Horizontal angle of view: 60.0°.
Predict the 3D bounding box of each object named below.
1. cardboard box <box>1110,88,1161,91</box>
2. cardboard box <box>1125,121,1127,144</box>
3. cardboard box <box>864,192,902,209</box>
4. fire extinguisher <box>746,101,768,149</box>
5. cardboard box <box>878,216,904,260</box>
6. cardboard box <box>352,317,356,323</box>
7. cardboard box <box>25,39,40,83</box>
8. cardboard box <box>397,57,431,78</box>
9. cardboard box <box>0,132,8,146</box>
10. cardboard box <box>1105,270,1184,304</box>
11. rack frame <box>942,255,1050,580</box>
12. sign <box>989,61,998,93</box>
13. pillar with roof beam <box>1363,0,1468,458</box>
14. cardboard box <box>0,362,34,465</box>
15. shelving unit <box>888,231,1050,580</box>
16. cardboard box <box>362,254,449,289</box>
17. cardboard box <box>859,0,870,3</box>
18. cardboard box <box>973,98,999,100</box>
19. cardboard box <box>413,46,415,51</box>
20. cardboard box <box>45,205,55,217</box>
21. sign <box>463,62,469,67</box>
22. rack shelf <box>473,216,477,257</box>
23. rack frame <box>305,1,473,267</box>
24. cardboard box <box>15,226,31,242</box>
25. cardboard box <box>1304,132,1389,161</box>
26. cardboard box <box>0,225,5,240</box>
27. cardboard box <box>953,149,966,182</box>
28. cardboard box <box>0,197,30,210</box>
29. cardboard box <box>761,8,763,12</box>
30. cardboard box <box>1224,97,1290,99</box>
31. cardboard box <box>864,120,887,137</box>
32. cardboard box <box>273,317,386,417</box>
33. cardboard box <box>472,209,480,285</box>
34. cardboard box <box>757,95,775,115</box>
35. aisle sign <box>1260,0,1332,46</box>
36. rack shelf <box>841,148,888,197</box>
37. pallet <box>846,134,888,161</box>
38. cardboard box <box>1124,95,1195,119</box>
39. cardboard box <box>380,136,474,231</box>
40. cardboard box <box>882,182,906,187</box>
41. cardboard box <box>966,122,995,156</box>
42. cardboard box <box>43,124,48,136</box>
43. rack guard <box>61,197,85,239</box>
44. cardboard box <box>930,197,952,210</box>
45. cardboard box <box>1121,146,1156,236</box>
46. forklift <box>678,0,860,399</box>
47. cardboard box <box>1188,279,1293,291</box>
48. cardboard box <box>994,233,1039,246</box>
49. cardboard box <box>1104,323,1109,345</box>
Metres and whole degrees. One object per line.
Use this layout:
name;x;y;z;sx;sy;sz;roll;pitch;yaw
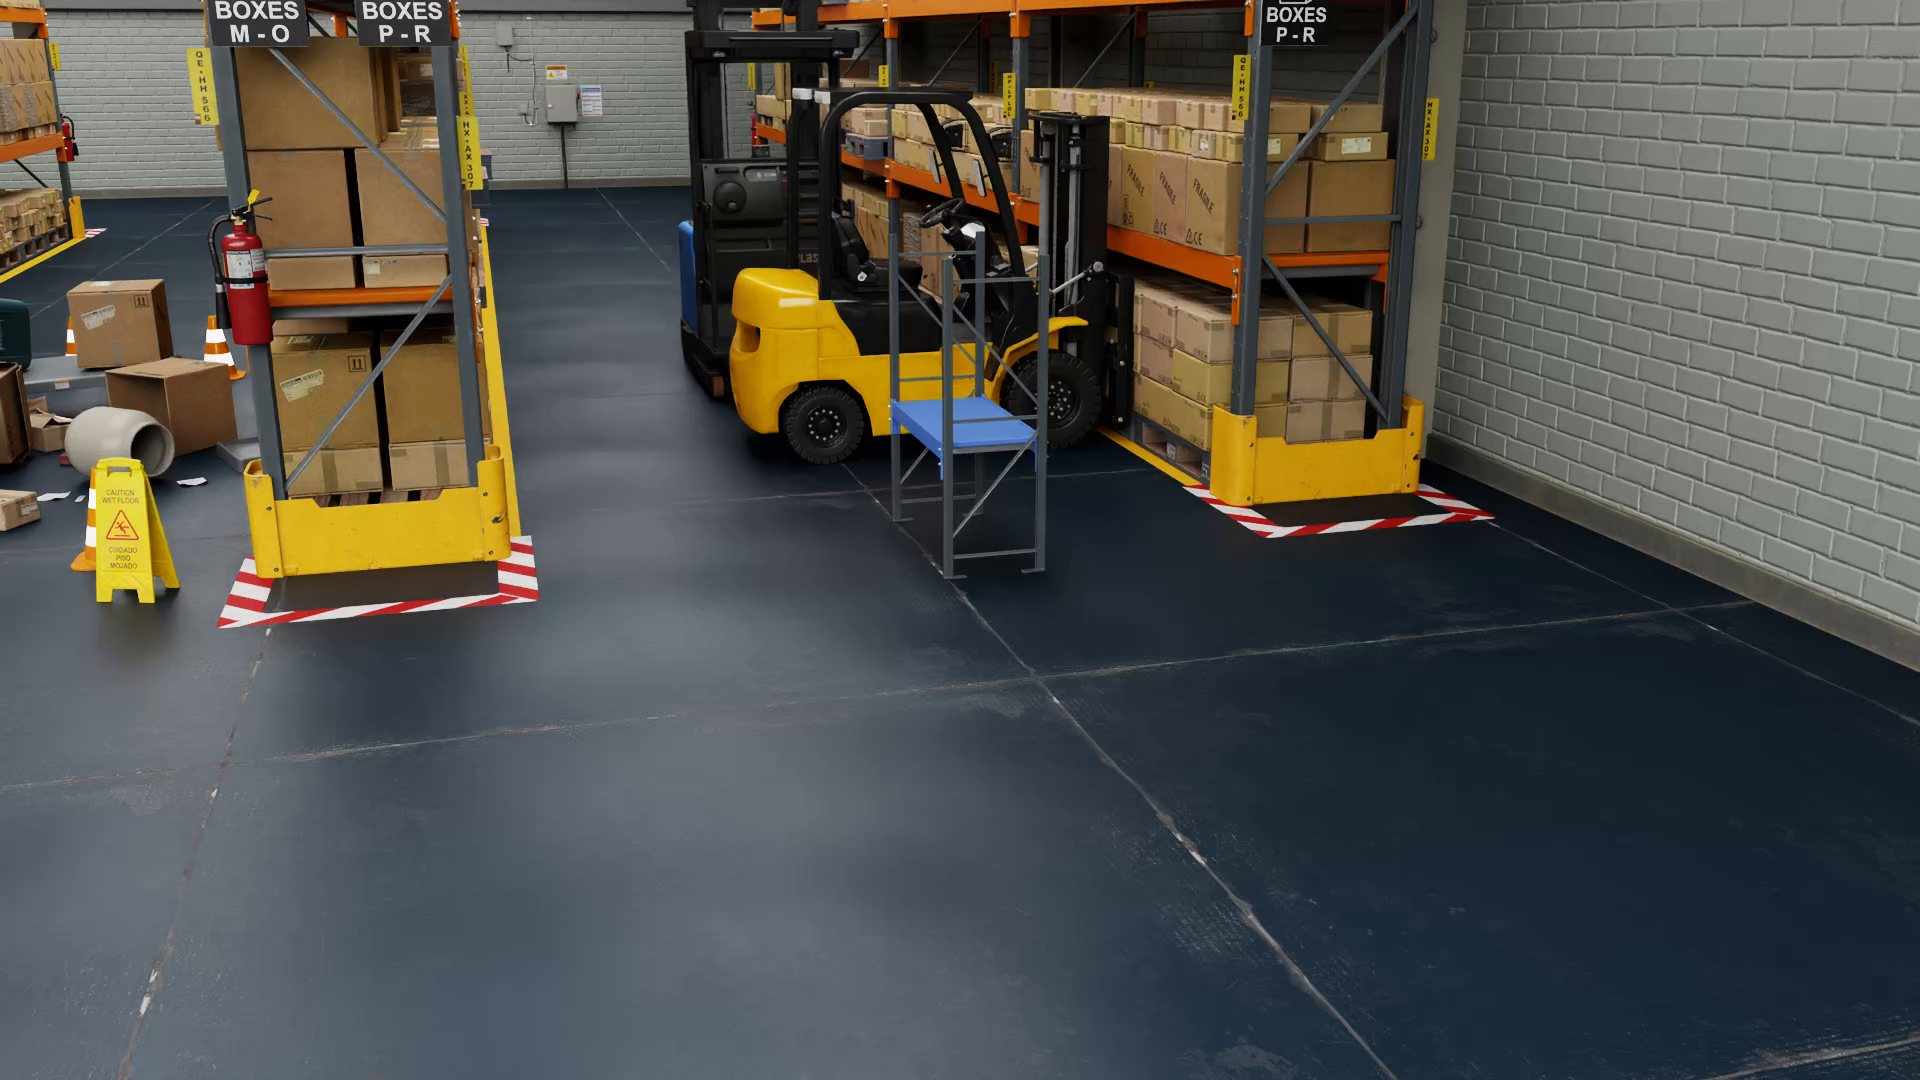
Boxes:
cardboard box;1.295;-3.188;12.031;0.380;0.149;0.250;-5;17;-17
cardboard box;1.264;-2.579;10.521;0.380;0.149;0.250;-5;17;-16
cardboard box;-0.823;-3.656;17.897;0.380;0.149;0.250;-5;17;-16
fire extinguisher;-2.895;-5.931;23.767;0.296;0.674;0.183;-5;17;-15
cardboard box;-0.534;-3.034;16.953;0.500;0.500;0.500;-4;17;-14
cardboard box;-3.487;-1.245;9.001;0.380;0.149;0.250;-4;17;-14
cardboard box;-11.409;-5.752;19.959;0.500;0.500;0.500;-5;18;-17
cardboard box;-4.071;-3.583;12.617;0.380;0.149;0.250;-4;17;-12
cardboard box;-10.919;-4.493;18.634;0.380;0.149;0.250;-4;17;-14
cardboard box;1.134;-1.603;10.887;0.500;0.250;0.500;-5;17;-16
rack frame;0.163;-0.554;7.690;0.500;1.500;0.032;-5;17;-15
sign;0.321;-4.529;16.304;0.100;0.325;0.005;-5;17;-15
pillar with roof beam;-1.477;-4.514;7.837;9.100;9.000;0.400;-5;17;-15
cardboard box;-5.966;-0.737;9.794;0.797;0.637;0.503;-5;17;-15
shelving unit;0.023;-0.695;8.158;0.538;1.500;1.048;-5;17;-15
cardboard box;-2.679;-1.314;8.048;0.380;0.149;0.250;-5;17;-15
cardboard box;-0.725;-5.557;16.783;0.500;0.250;0.500;-5;17;-15
cardboard box;0.122;-3.757;14.443;0.380;0.149;0.250;-5;17;-15
cardboard box;-7.210;-6.400;21.504;0.380;0.149;0.250;-4;17;-14
cardboard box;-11.349;-4.041;20.400;0.380;0.149;0.250;-5;18;-18
sign;-5.563;-5.205;18.692;0.100;0.325;0.005;-5;17;-15
rack shelf;-4.433;-2.639;13.273;1.077;0.370;4.000;-5;17;-15
rack frame;-3.884;-2.430;11.328;1.000;3.000;0.127;-5;17;-15
cardboard box;-11.001;-3.541;19.253;0.380;0.149;0.250;-5;17;-17
cardboard box;2.143;-2.190;9.228;0.380;0.149;0.250;-5;17;-17
cardboard box;-10.606;-3.328;18.024;0.380;0.149;0.250;-4;17;-13
cardboard box;0.247;-3.149;13.982;0.500;0.250;0.500;-5;17;-15
cardboard box;-11.214;-3.961;19.615;0.380;0.149;0.250;-5;18;-17
cardboard box;-2.546;-7.353;22.938;0.380;0.149;0.250;-4;17;-14
cardboard box;1.824;-2.615;10.127;0.380;0.149;0.250;-4;17;-14
cardboard box;-0.761;-4.162;16.801;0.380;0.149;0.250;-4;17;-14
cardboard box;-3.402;-0.912;9.021;0.500;0.500;0.500;-4;17;-13
cardboard box;-5.093;-2.918;15.915;0.875;0.875;0.875;-5;17;-16
cardboard box;-2.544;-6.067;23.178;0.500;0.250;0.500;-5;17;-15
aisle sign;1.723;-2.921;8.443;0.394;0.787;0.004;-5;17;-15
rack shelf;-0.761;-4.139;18.267;1.077;0.370;4.000;-5;17;-15
pallet;-0.465;-4.020;16.955;1.213;0.211;1.003;-5;17;-15
cardboard box;1.259;-2.724;10.489;0.380;0.149;0.250;-4;17;-14
cardboard box;-2.793;-1.810;8.573;0.500;0.500;0.500;-4;17;-14
cardboard box;-0.684;-4.064;19.256;0.380;0.149;0.250;-6;18;-18
cardboard box;0.359;-3.249;13.444;0.500;0.250;0.500;-5;17;-17
cardboard box;-11.520;-5.070;20.554;0.380;0.149;0.250;-5;17;-15
rack guard;-11.892;-4.112;21.272;1.175;0.500;0.348;-5;17;-15
cardboard box;-0.102;-3.489;17.341;0.380;0.149;0.250;-4;17;-14
cardboard box;1.324;-2.166;10.276;0.500;0.500;0.500;-5;17;-16
forklift;-1.319;-2.526;11.767;1.130;2.935;3.031;-5;17;-16
cardboard box;1.769;-1.505;10.561;0.500;0.250;0.500;-5;17;-16
cardboard box;0.528;-2.246;14.113;0.875;0.625;0.625;-5;17;-16
cardboard box;1.129;-1.370;10.980;0.500;0.250;0.500;-5;17;-15
